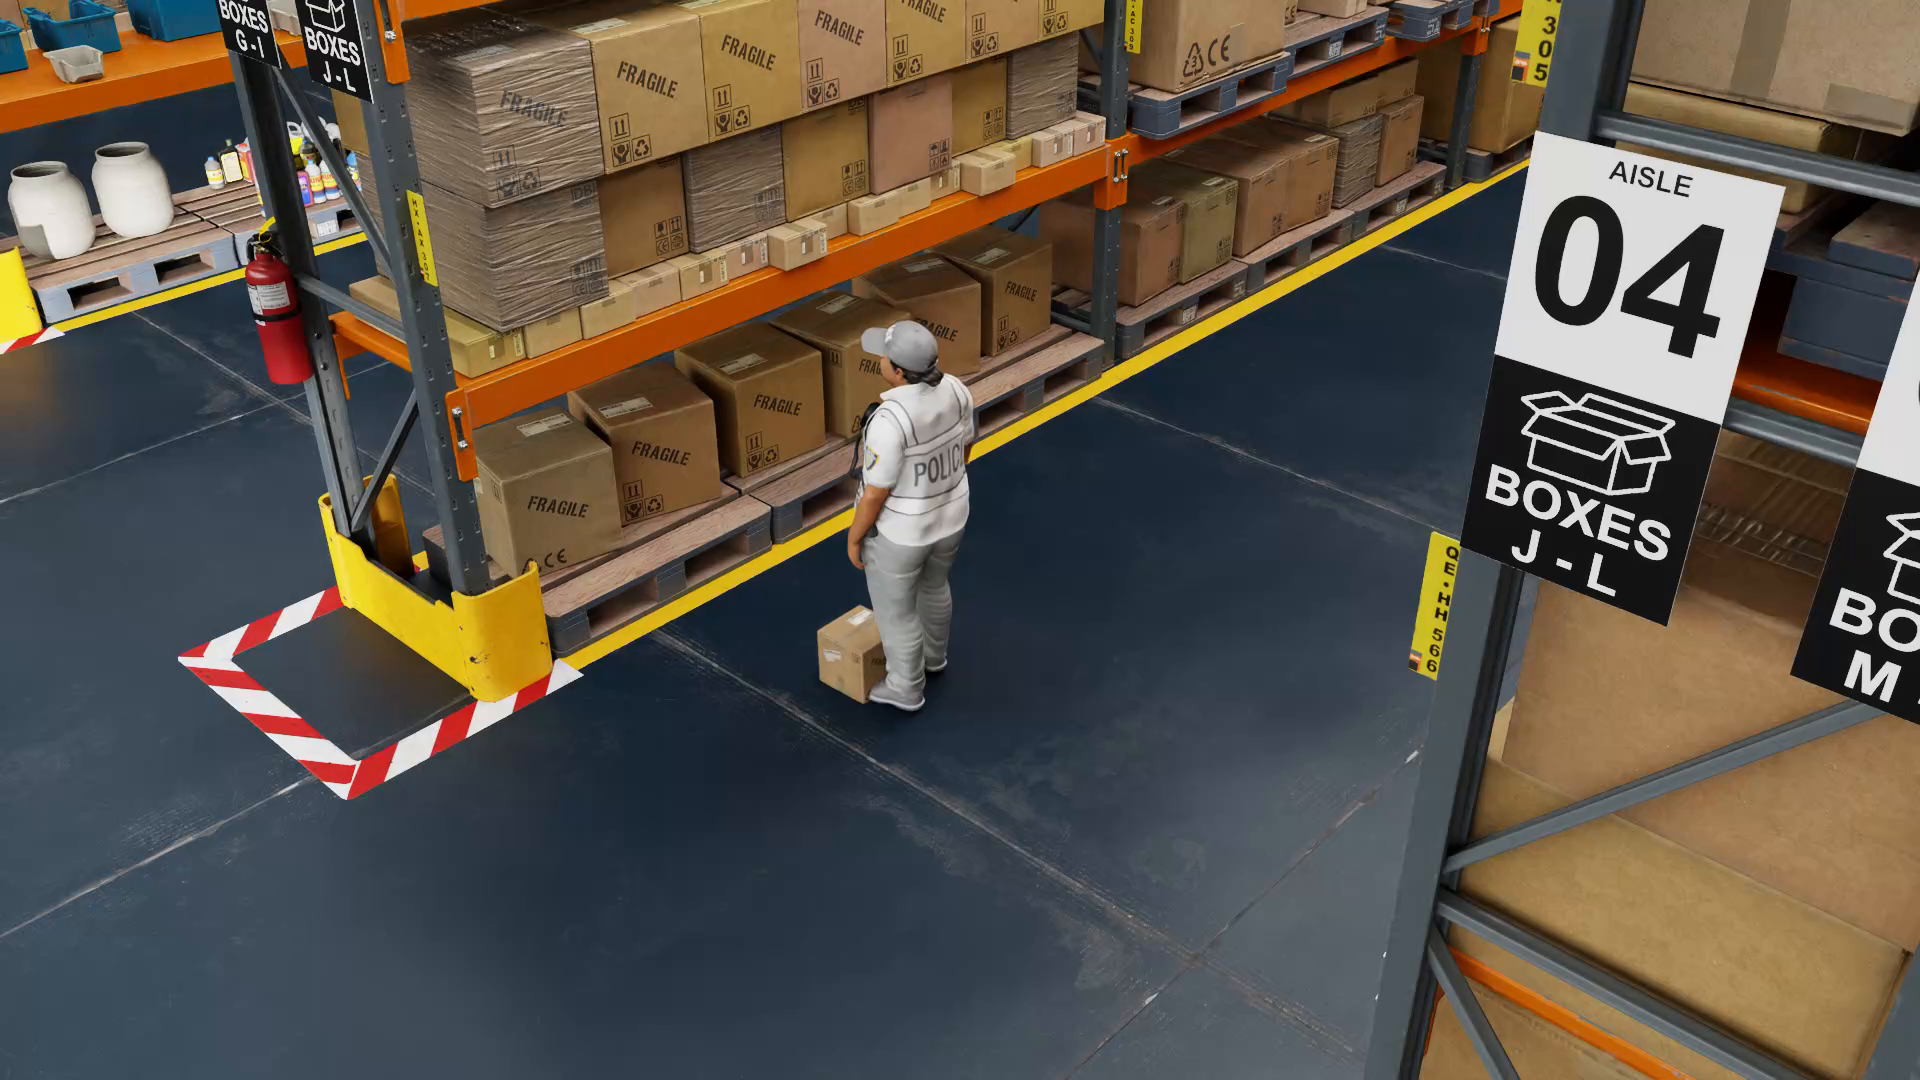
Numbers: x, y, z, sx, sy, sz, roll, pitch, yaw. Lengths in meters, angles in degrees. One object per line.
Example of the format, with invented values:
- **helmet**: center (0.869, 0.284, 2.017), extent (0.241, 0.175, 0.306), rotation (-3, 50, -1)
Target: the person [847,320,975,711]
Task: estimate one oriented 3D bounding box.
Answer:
- **person**: center (-0.230, -0.101, 6.277), extent (0.526, 1.669, 0.595), rotation (25, 40, 35)
